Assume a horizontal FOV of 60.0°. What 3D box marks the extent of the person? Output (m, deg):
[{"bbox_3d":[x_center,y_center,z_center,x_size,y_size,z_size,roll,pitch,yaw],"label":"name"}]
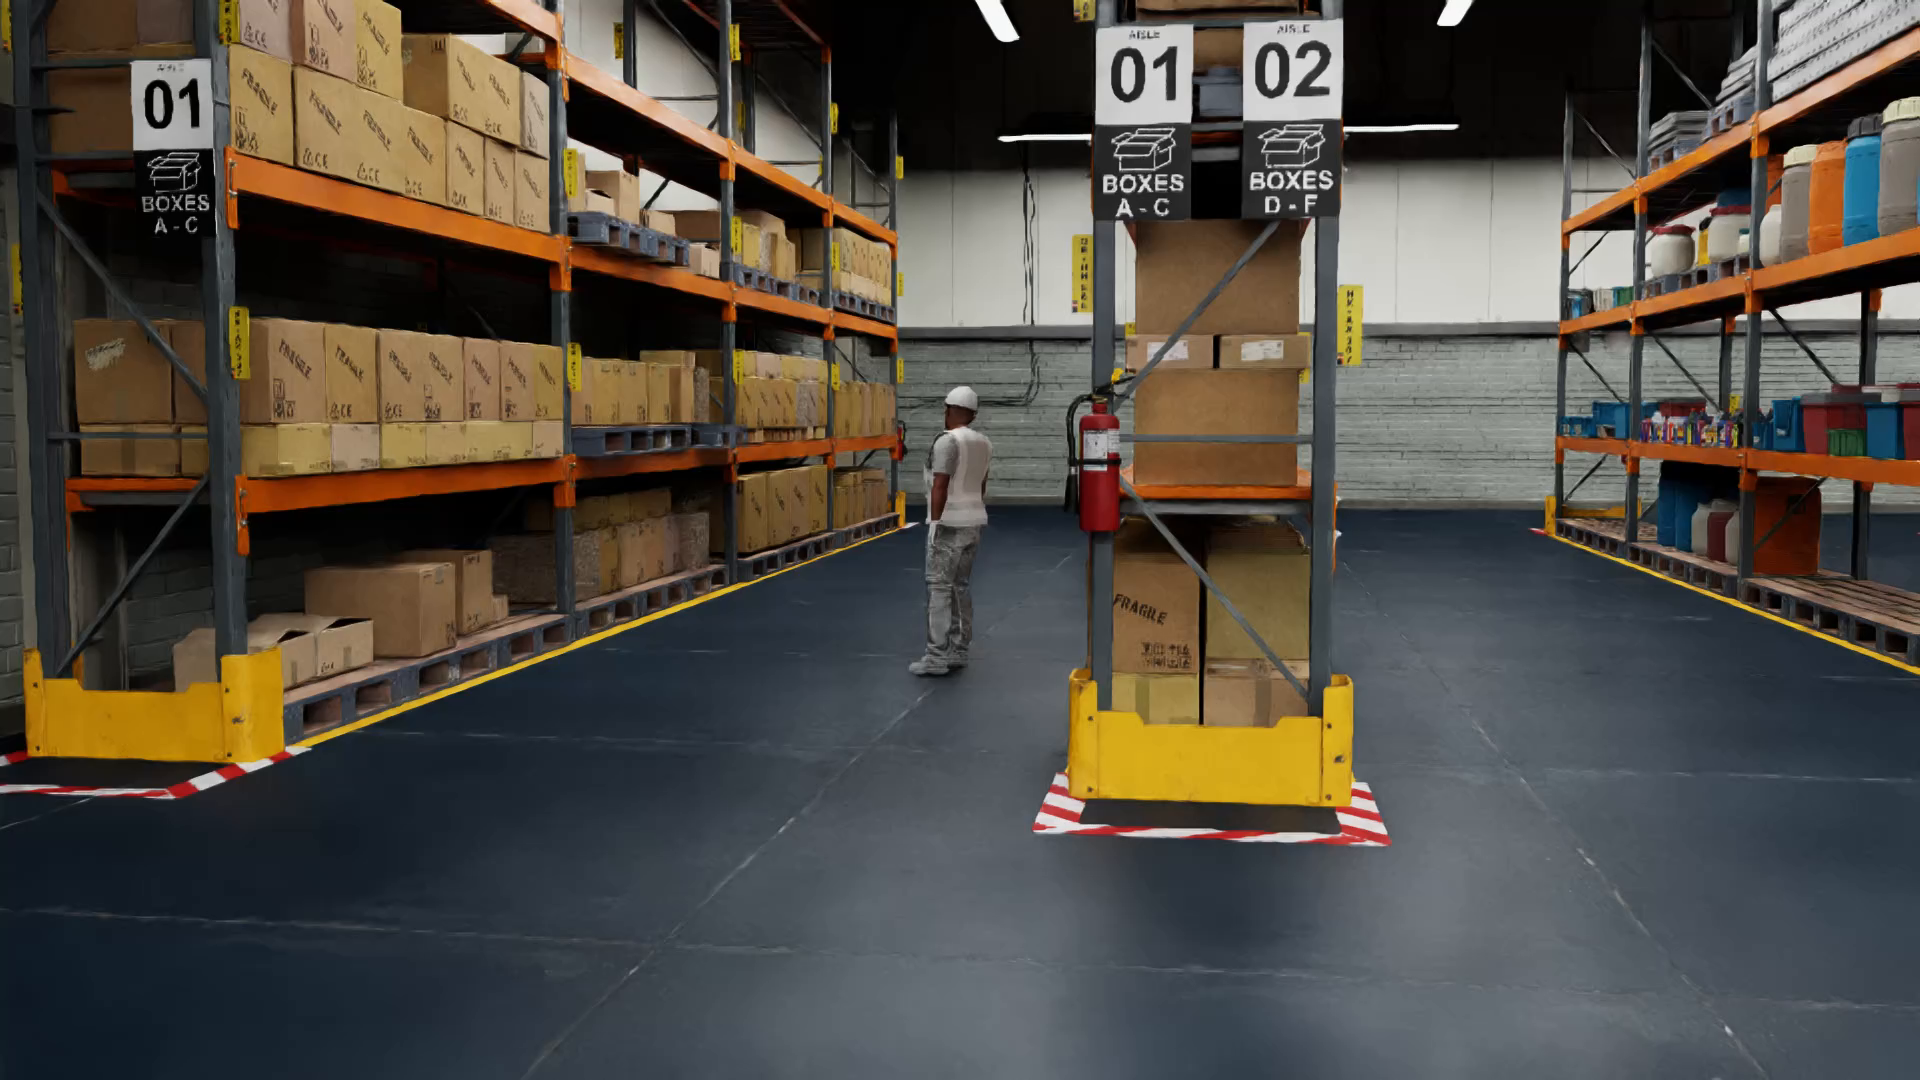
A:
[{"bbox_3d":[-0.058,-0.071,10.408,0.415,1.783,0.629,2,5,27],"label":"person"}]
